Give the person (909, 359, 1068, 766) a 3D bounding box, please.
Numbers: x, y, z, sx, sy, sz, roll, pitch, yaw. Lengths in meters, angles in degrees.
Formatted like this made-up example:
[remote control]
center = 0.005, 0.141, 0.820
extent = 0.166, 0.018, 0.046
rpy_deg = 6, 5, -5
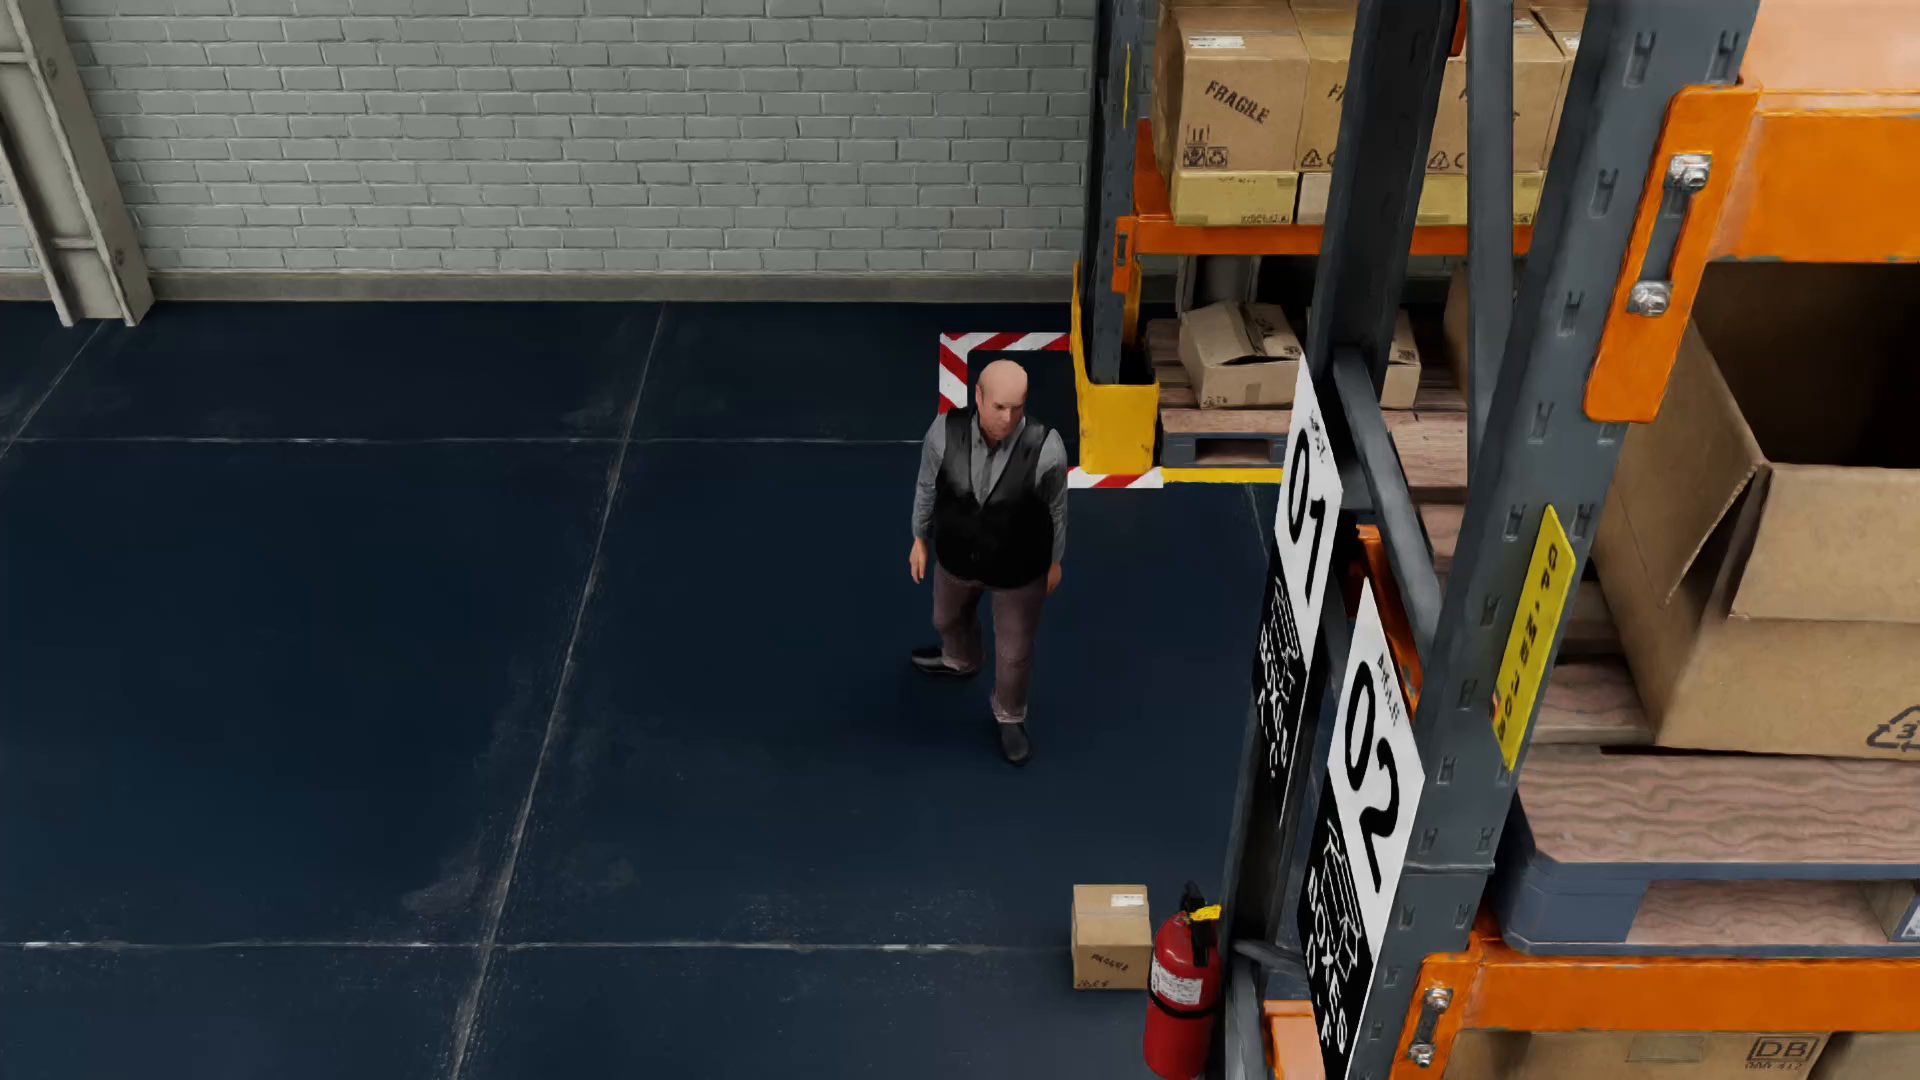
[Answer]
[person]
center = 0.052, 0.029, 6.144
extent = 0.692, 1.725, 0.470
rpy_deg = 15, 42, 17
